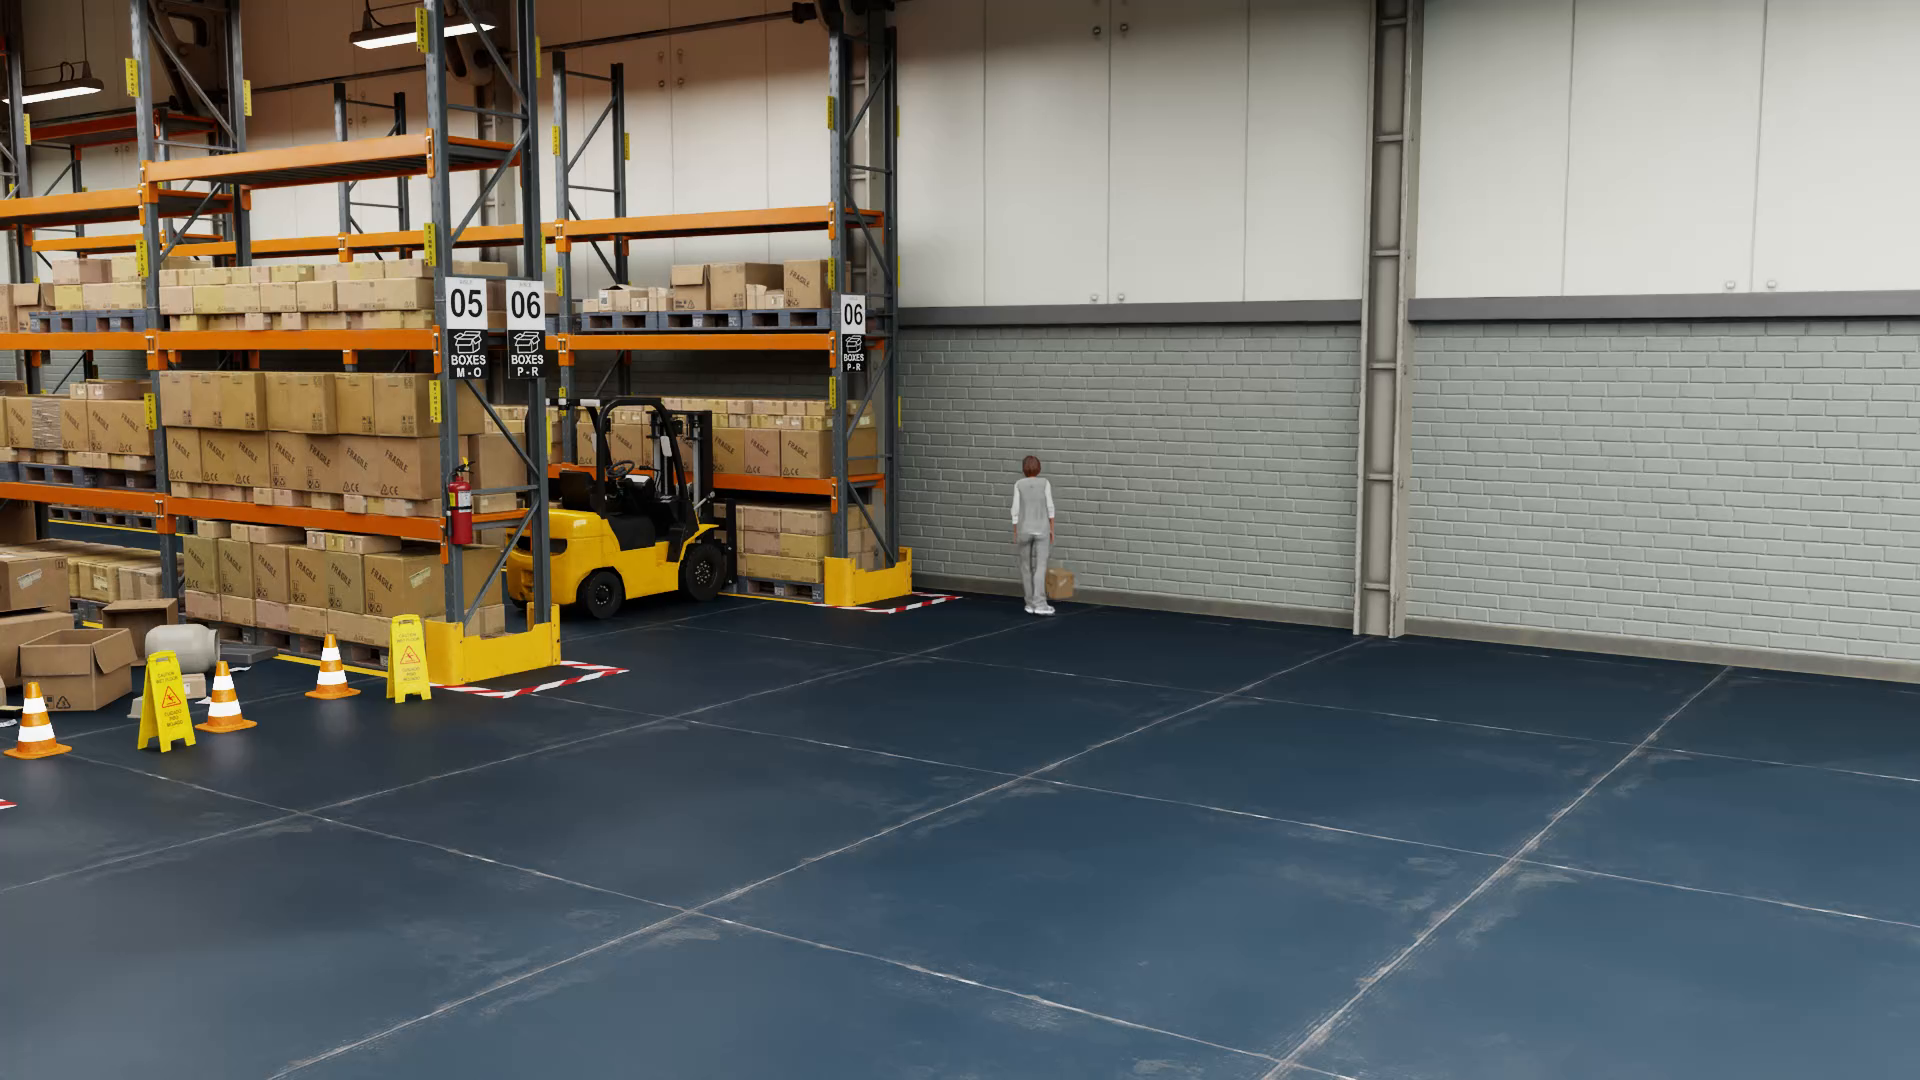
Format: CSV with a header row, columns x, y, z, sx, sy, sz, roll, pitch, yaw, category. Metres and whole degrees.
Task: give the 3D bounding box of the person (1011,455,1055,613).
x,y,z,sx,sy,sz,roll,pitch,yaw,category
0.733,-0.050,16.653,0.452,1.587,0.506,1,7,6,person
